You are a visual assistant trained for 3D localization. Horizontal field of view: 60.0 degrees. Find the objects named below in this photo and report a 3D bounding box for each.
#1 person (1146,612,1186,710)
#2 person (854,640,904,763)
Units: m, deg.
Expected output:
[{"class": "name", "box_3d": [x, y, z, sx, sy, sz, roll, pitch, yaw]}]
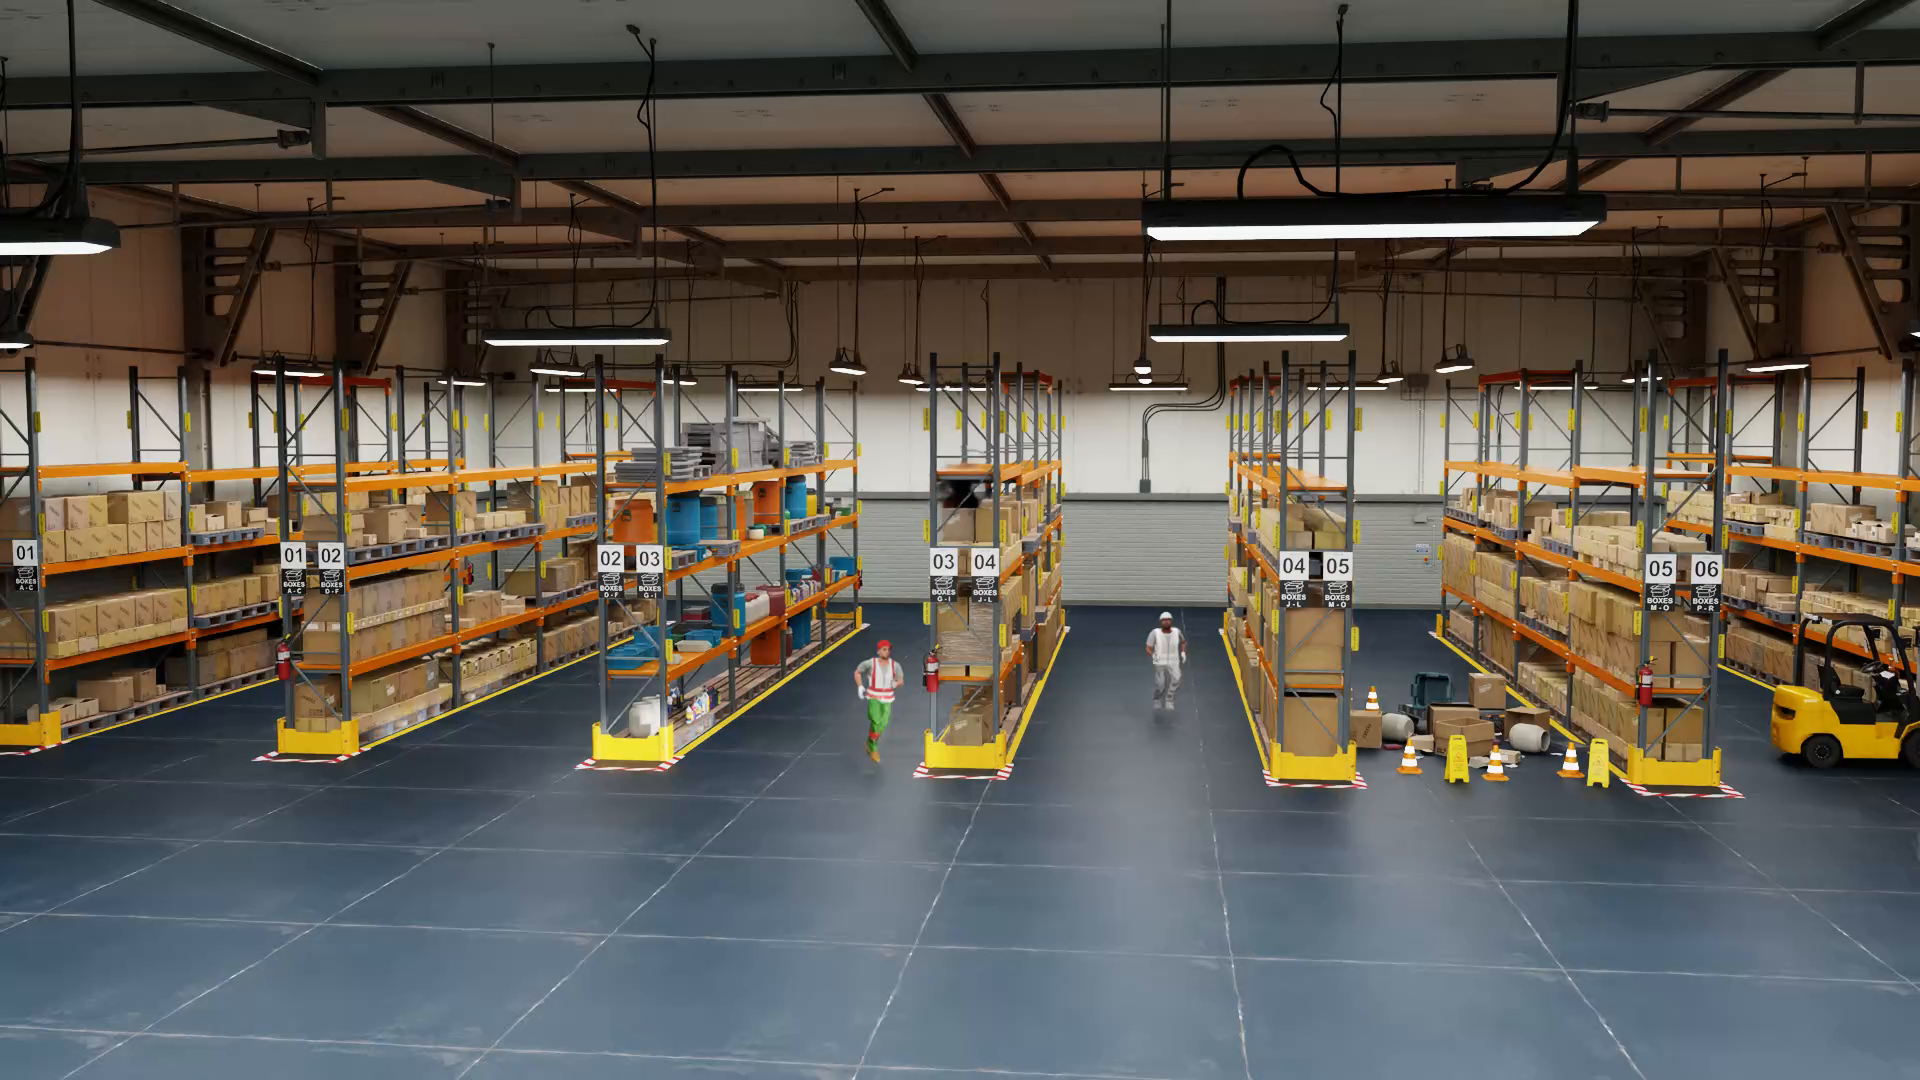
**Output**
[{"class": "person", "box_3d": [3.445, 2.036, 27.668, 0.696, 1.682, 0.886, 0, 4, -3]}, {"class": "person", "box_3d": [-1.135, 2.261, 23.823, 0.673, 1.682, 0.885, -1, 4, -20]}]
